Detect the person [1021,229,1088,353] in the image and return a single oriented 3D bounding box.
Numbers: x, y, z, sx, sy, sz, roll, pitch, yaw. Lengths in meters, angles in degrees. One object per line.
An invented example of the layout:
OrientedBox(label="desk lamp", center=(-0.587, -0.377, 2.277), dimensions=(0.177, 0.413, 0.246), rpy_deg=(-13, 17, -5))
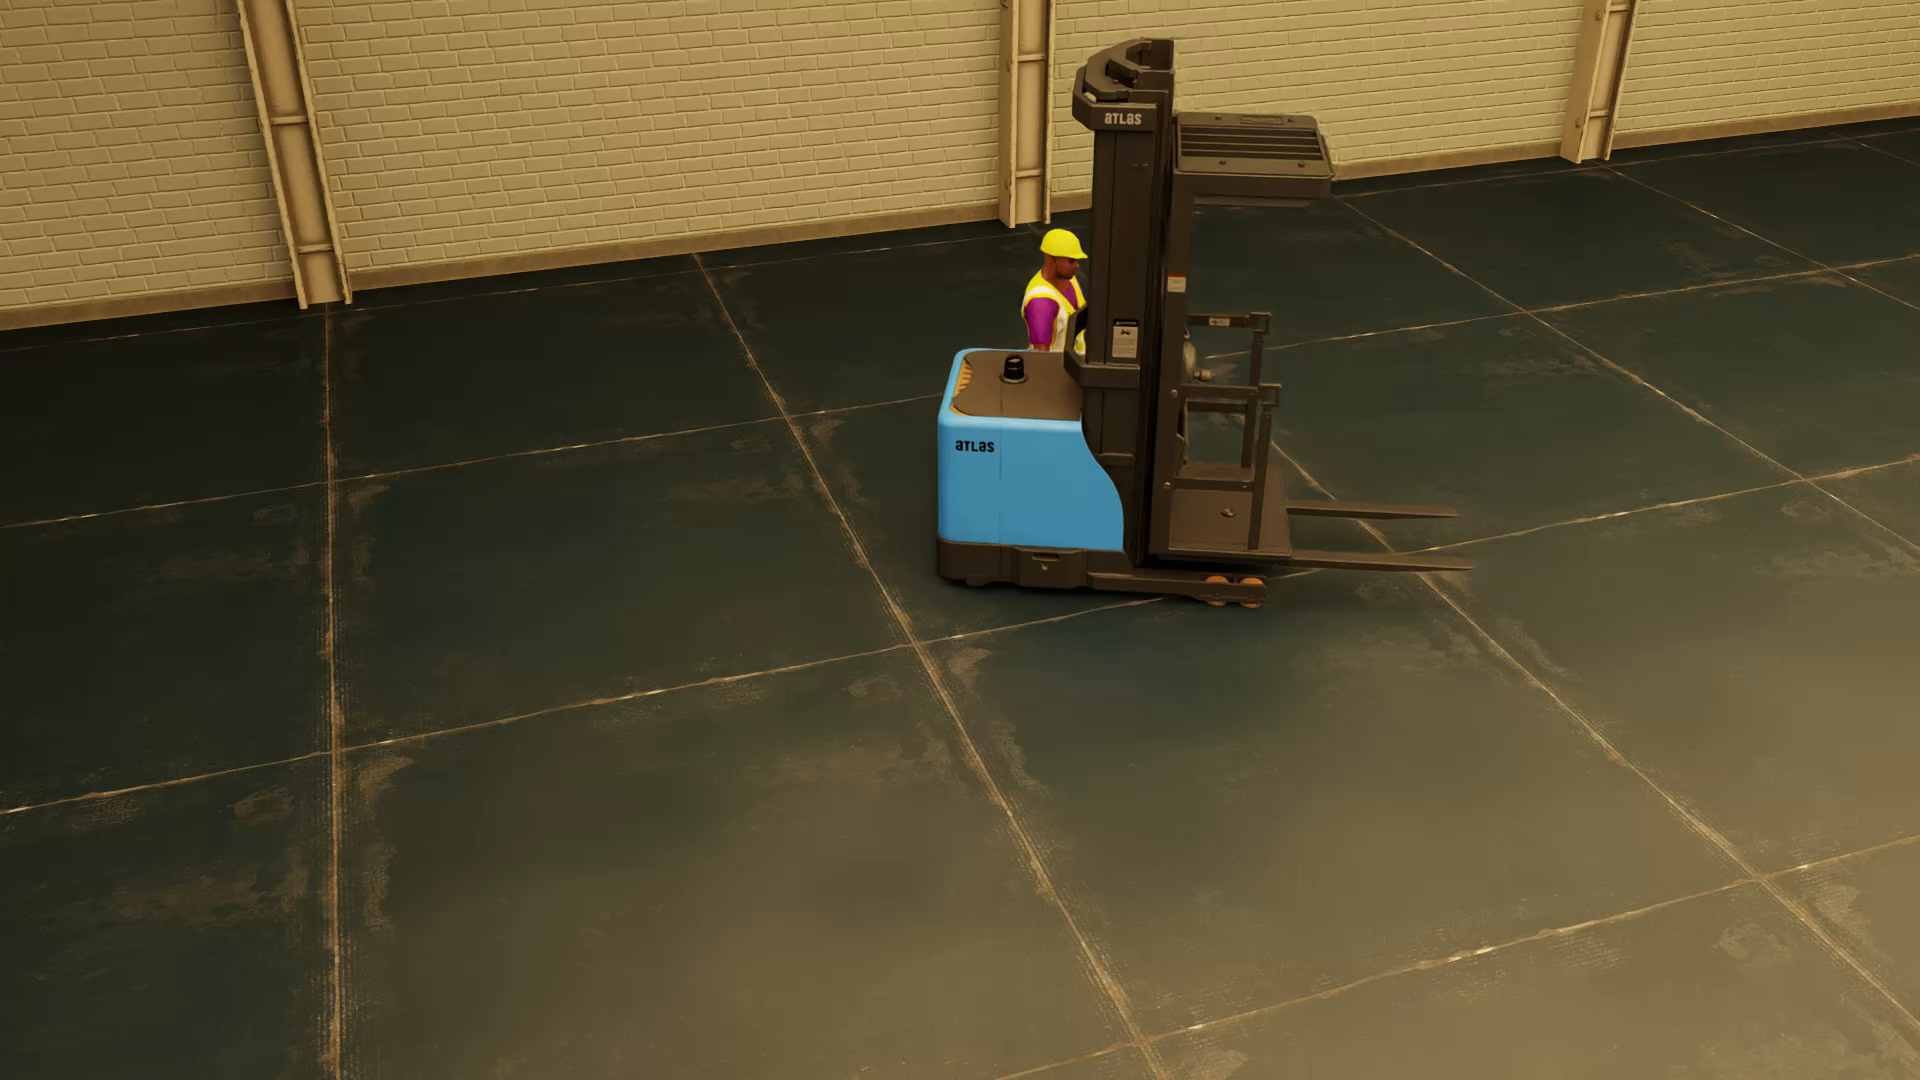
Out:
OrientedBox(label="person", center=(0.744, -1.071, 10.171), dimensions=(0.716, 1.663, 0.802), rpy_deg=(16, 34, 26))

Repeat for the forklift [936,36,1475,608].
OrientedBox(label="forklift", center=(1.414, -1.169, 9.119), dimensions=(3.031, 2.935, 1.130), rpy_deg=(3, 30, 5))
